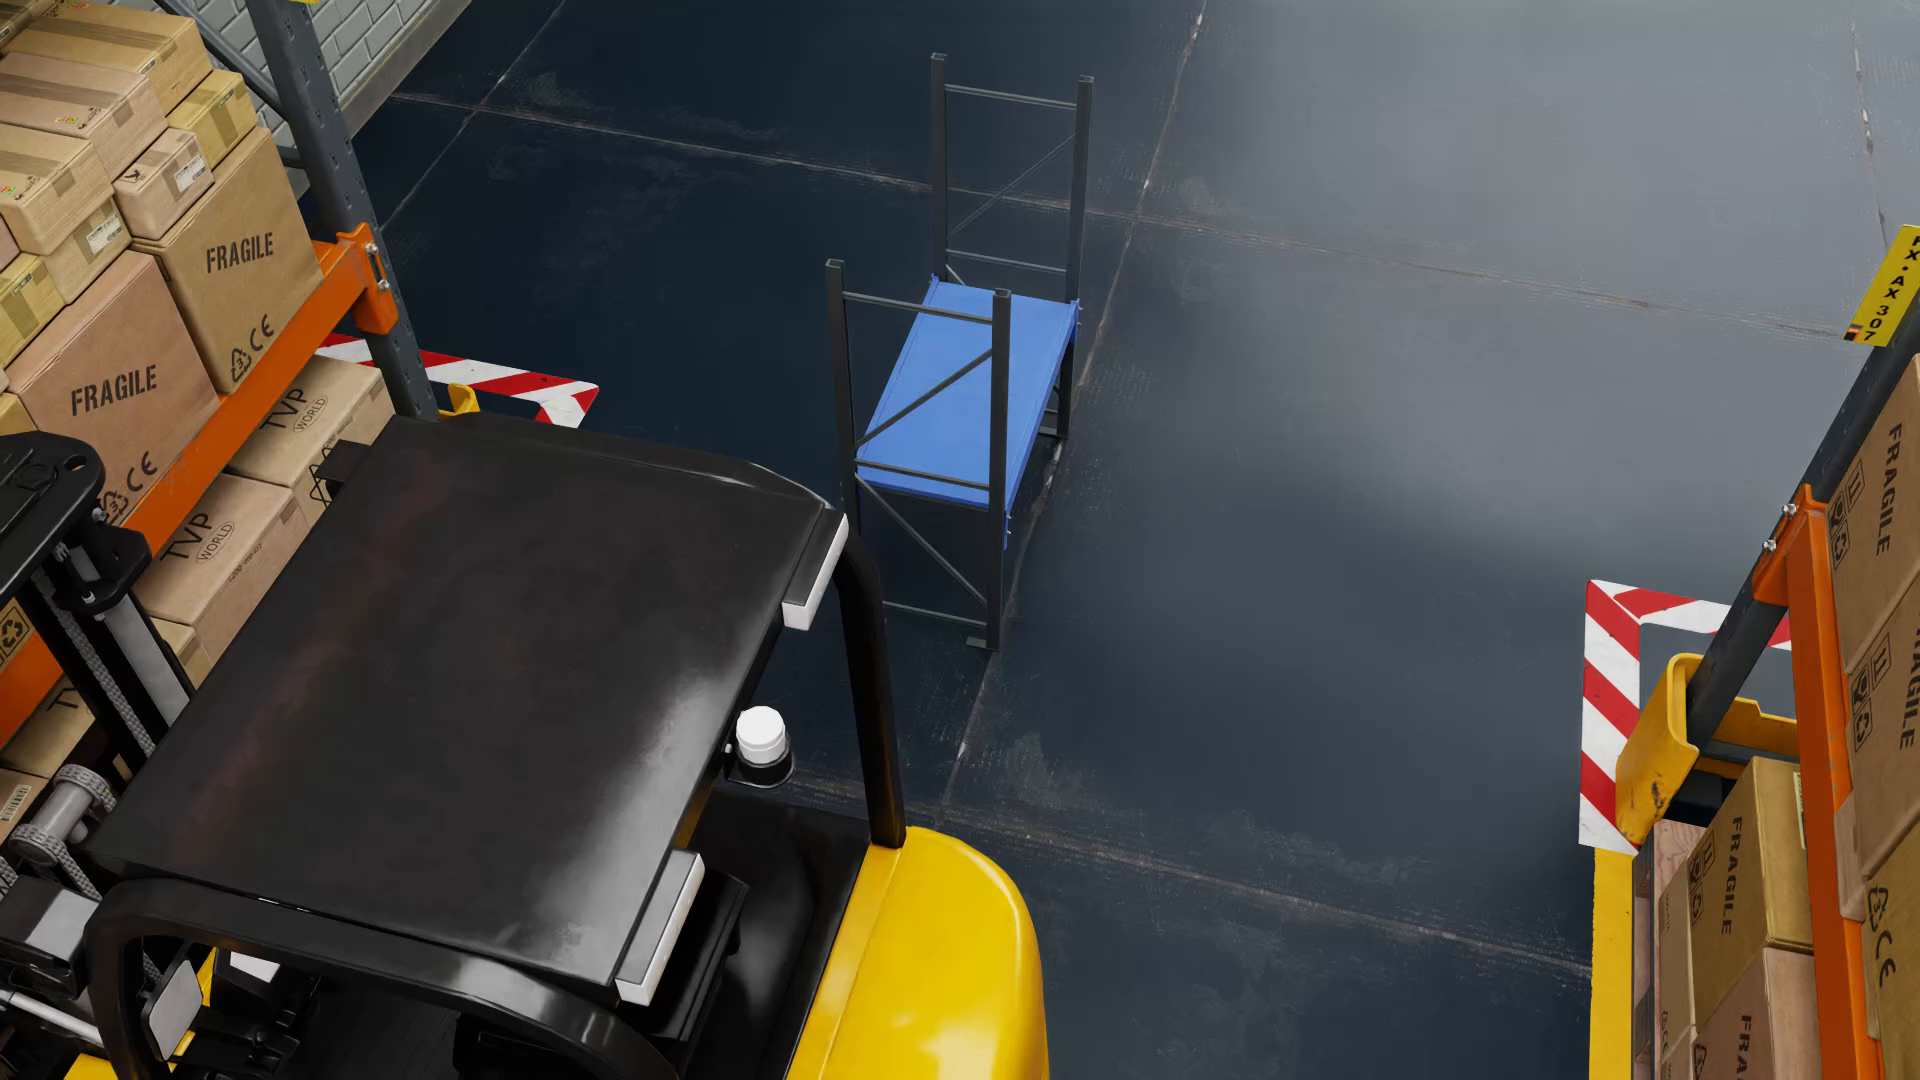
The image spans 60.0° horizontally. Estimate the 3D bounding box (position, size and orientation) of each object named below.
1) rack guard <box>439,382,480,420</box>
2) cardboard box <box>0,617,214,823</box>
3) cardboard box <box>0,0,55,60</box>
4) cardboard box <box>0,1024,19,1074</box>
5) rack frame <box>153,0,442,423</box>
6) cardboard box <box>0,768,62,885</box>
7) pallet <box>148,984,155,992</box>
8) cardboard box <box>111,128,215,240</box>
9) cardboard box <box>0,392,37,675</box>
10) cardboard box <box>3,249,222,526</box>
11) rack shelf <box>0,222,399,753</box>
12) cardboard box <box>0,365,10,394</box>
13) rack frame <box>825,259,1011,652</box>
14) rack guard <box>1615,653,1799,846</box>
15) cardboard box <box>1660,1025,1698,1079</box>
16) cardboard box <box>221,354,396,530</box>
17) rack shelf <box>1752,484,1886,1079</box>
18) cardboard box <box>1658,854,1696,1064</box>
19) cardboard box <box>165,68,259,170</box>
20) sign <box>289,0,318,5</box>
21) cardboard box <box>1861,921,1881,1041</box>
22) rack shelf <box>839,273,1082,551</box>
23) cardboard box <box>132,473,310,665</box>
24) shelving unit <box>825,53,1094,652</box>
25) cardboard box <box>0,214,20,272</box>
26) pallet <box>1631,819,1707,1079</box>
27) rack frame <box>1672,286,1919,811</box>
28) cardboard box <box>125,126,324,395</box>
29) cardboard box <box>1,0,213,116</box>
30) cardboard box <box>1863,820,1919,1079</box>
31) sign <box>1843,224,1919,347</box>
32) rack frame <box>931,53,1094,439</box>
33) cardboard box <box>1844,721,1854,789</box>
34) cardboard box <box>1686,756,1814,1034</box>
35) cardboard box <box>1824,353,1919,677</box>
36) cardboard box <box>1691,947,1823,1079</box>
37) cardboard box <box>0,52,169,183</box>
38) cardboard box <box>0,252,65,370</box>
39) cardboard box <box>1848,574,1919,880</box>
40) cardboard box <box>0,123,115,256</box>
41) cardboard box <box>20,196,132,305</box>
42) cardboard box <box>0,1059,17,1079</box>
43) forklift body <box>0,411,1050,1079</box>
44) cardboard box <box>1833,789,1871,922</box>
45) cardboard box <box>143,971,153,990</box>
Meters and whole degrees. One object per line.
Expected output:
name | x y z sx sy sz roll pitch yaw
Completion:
rack guard | -2.199 -0.329 5.707 1.175 0.500 0.348 12 50 10
cardboard box | -2.277 0.433 4.254 0.500 0.250 0.500 12 50 11
cardboard box | -2.499 -1.285 4.185 0.380 0.149 0.250 11 49 9
cardboard box | -2.425 0.979 4.105 0.500 0.250 0.500 11 50 10
rack frame | -2.205 -1.139 4.755 1.000 3.000 0.127 12 50 10
cardboard box | -2.418 0.798 3.932 0.500 0.250 0.500 11 49 9
pallet | -2.689 1.225 4.528 1.003 0.211 1.213 12 50 10
cardboard box | -2.064 -0.890 4.036 0.380 0.149 0.250 12 50 11
cardboard box | -2.361 -0.020 3.701 0.500 0.500 0.500 11 49 9
cardboard box | -2.227 -0.391 4.028 0.500 0.500 0.500 13 50 11
rack shelf | -2.731 0.546 3.748 1.077 0.370 4.000 12 50 10
cardboard box | -2.293 -0.335 3.546 0.380 0.149 0.250 10 49 9
rack frame | -0.111 -0.190 4.918 0.500 1.500 0.032 12 50 10
rack guard | 2.565 0.720 4.781 1.175 0.500 0.348 12 50 10
cardboard box | 1.964 1.505 3.975 0.500 0.250 0.500 13 50 11
cardboard box | -2.025 -0.304 4.905 0.500 0.250 0.500 13 50 11
rack shelf | 2.058 1.522 2.886 1.077 0.370 4.000 12 50 10
cardboard box | 2.106 1.137 4.299 0.500 0.250 0.500 11 50 10
cardboard box | -2.026 -1.081 4.204 0.380 0.149 0.250 12 50 11
sign | -1.685 -1.484 4.128 0.100 0.325 0.005 12 50 10
cardboard box | 1.948 0.855 3.162 0.380 0.149 0.250 13 50 11
rack shelf | 0.022 -0.439 5.377 0.538 0.185 1.000 12 50 10
cardboard box | -2.154 0.066 4.578 0.500 0.250 0.500 12 50 11
shelving unit | 0.022 -0.558 5.242 0.538 1.500 1.048 12 50 10
cardboard box | -2.311 -0.640 3.617 0.380 0.149 0.250 12 50 10
pallet | 2.317 1.396 4.377 1.003 0.211 1.213 12 50 10
rack frame | 2.585 -0.162 3.893 1.000 3.000 0.127 12 50 10
cardboard box | -2.081 -0.764 4.357 0.500 0.500 0.500 11 49 9
cardboard box | -2.096 -1.185 4.097 0.380 0.149 0.250 12 50 10
cardboard box | 1.926 0.738 2.833 0.500 0.500 0.500 11 49 9
sign | 2.061 -0.556 3.662 0.100 0.325 0.005 12 50 10
rack frame | 0.156 -0.926 5.567 0.500 1.500 0.032 12 50 10
cardboard box | 2.095 0.487 3.487 0.380 0.149 0.250 10 49 9
cardboard box | 2.100 0.907 4.003 0.500 0.500 0.500 10 49 9
cardboard box | 2.193 -0.006 3.490 0.500 0.500 0.500 11 49 9
cardboard box | 1.967 1.286 3.668 0.500 0.500 0.500 10 49 9
cardboard box | -2.131 -1.000 3.934 0.380 0.149 0.250 12 50 10
cardboard box | -2.268 -0.537 3.724 0.380 0.149 0.250 11 50 10
cardboard box | 2.059 0.369 3.158 0.500 0.500 0.500 13 50 11
cardboard box | -2.174 -0.805 3.763 0.380 0.149 0.250 13 50 11
cardboard box | -2.192 -0.714 3.881 0.380 0.149 0.250 12 50 11
cardboard box | -2.558 1.345 3.783 0.500 0.250 0.500 11 50 10
forklift body | -0.944 0.873 3.545 2.313 2.155 1.214 12 50 10
cardboard box | 1.984 0.661 3.333 0.380 0.149 0.250 12 50 11
cardboard box | -2.419 1.132 4.304 0.500 0.250 0.500 13 50 11
